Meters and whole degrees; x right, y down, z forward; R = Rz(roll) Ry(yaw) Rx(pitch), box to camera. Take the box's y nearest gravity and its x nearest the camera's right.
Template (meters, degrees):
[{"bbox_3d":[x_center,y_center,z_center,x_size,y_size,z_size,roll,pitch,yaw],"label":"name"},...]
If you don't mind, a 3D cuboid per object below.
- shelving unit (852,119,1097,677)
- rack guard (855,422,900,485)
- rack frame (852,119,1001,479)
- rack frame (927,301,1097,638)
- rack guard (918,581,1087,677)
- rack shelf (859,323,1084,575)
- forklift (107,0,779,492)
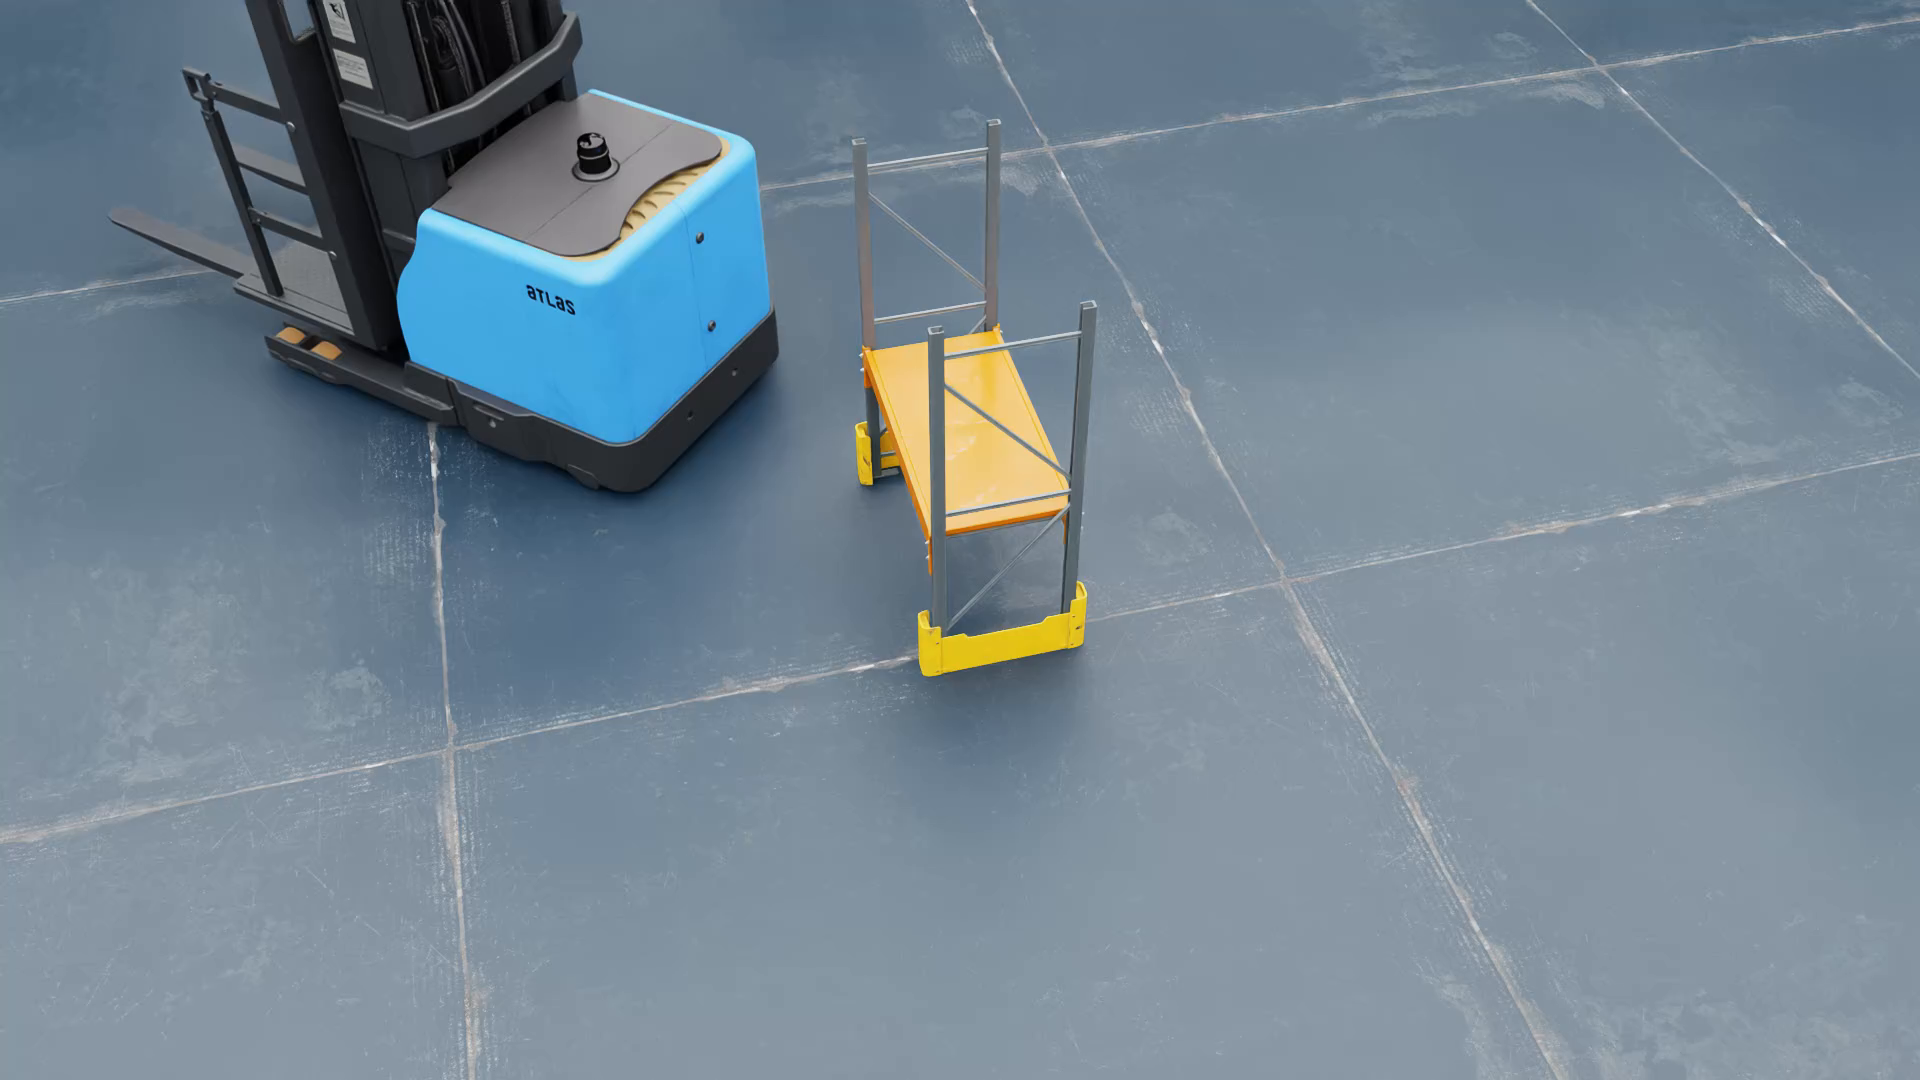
[{"bbox_3d":[0.020,-0.472,5.663,0.587,1.500,1.083,-11,47,-10],"label":"shelving unit"},{"bbox_3d":[-0.108,-0.379,6.446,0.587,0.250,0.087,-11,47,-10],"label":"rack guard"},{"bbox_3d":[-0.108,-0.817,6.001,0.500,1.500,0.032,-11,47,-10],"label":"rack frame"},{"bbox_3d":[0.152,-0.115,5.313,0.500,1.500,0.032,-11,47,-10],"label":"rack frame"},{"bbox_3d":[0.147,0.309,5.772,0.587,0.250,0.087,-11,47,-10],"label":"rack guard"},{"bbox_3d":[0.022,-0.340,5.785,0.538,0.185,1.000,-11,47,-10],"label":"rack shelf"},{"bbox_3d":[-2.291,-1.986,6.144,3.031,2.935,1.130,22,49,20],"label":"forklift"}]
